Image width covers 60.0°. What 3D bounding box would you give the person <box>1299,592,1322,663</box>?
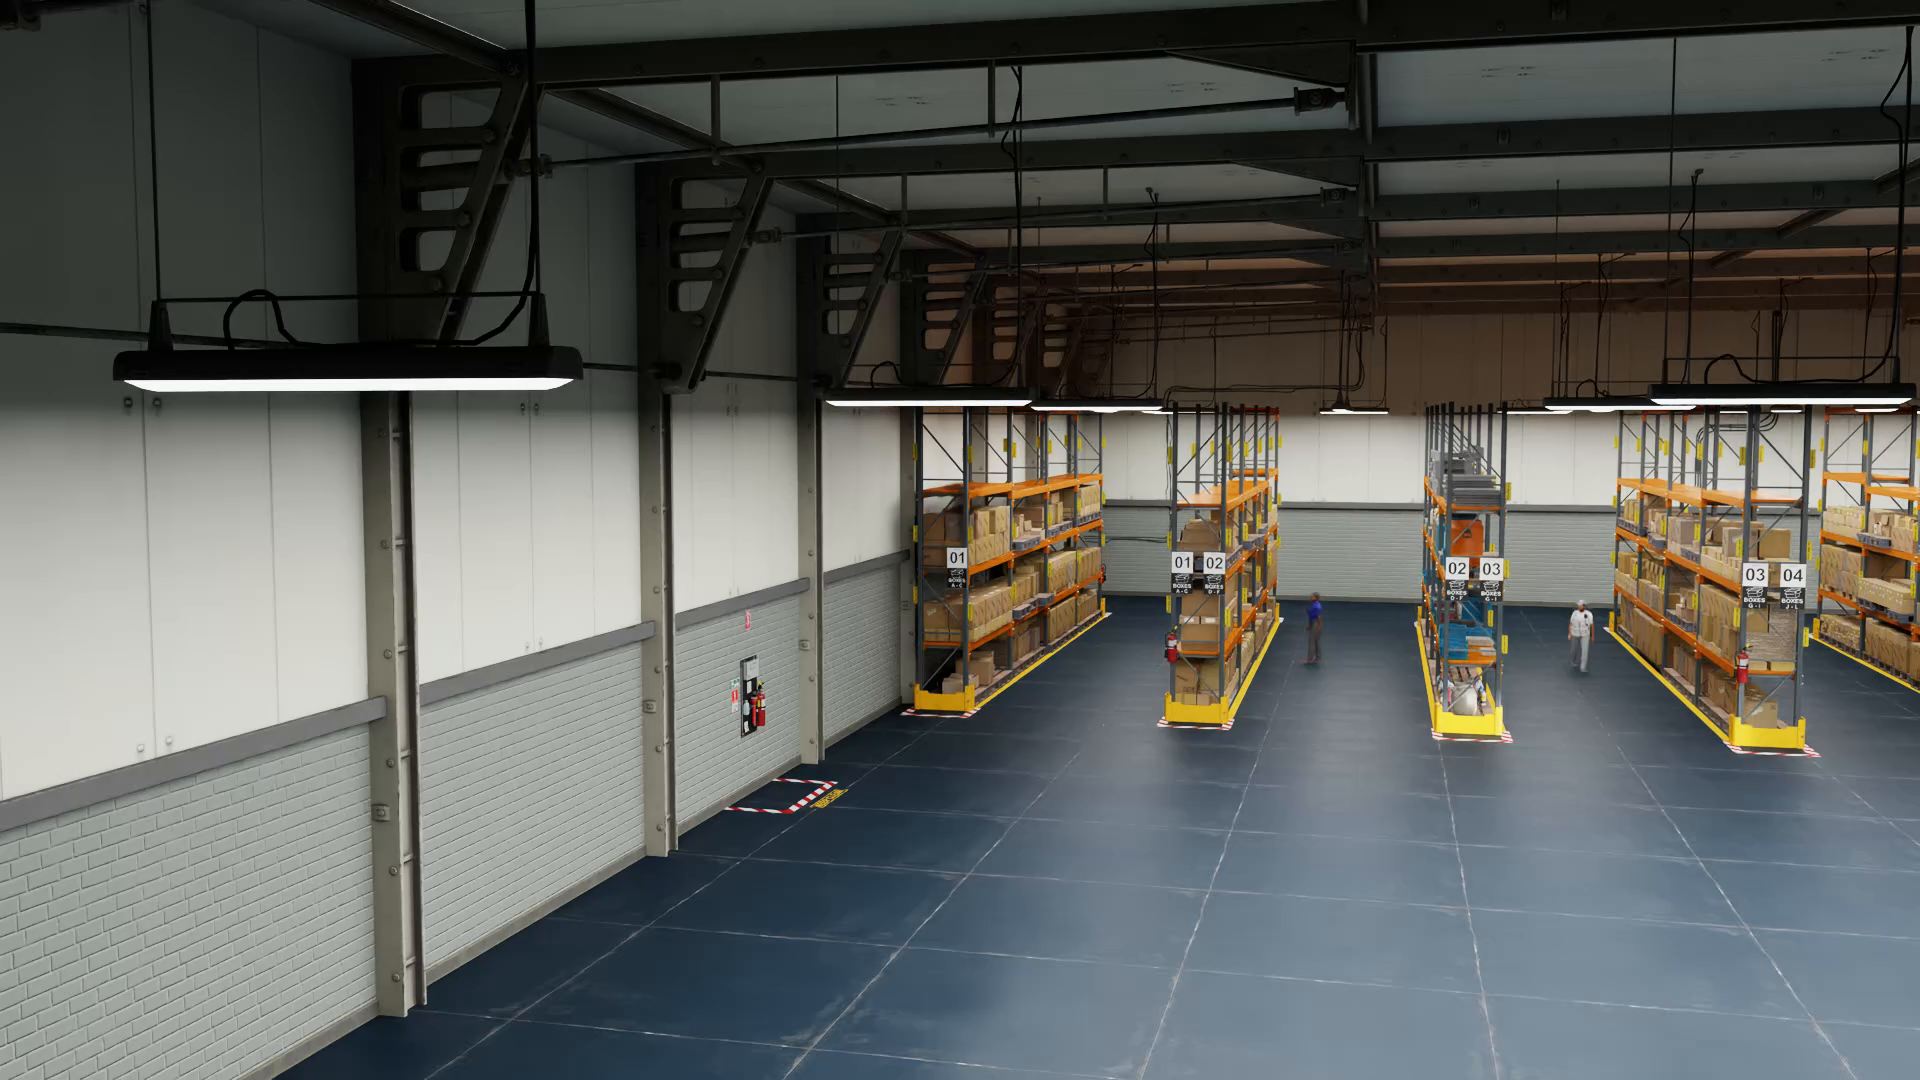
[{"bbox_3d":[8.175,2.031,38.800,0.553,1.650,0.476,0,4,1],"label":"person"}]

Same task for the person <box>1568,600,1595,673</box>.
[{"bbox_3d":[13.993,2.149,37.446,0.572,1.623,0.929,1,4,19],"label":"person"}]
